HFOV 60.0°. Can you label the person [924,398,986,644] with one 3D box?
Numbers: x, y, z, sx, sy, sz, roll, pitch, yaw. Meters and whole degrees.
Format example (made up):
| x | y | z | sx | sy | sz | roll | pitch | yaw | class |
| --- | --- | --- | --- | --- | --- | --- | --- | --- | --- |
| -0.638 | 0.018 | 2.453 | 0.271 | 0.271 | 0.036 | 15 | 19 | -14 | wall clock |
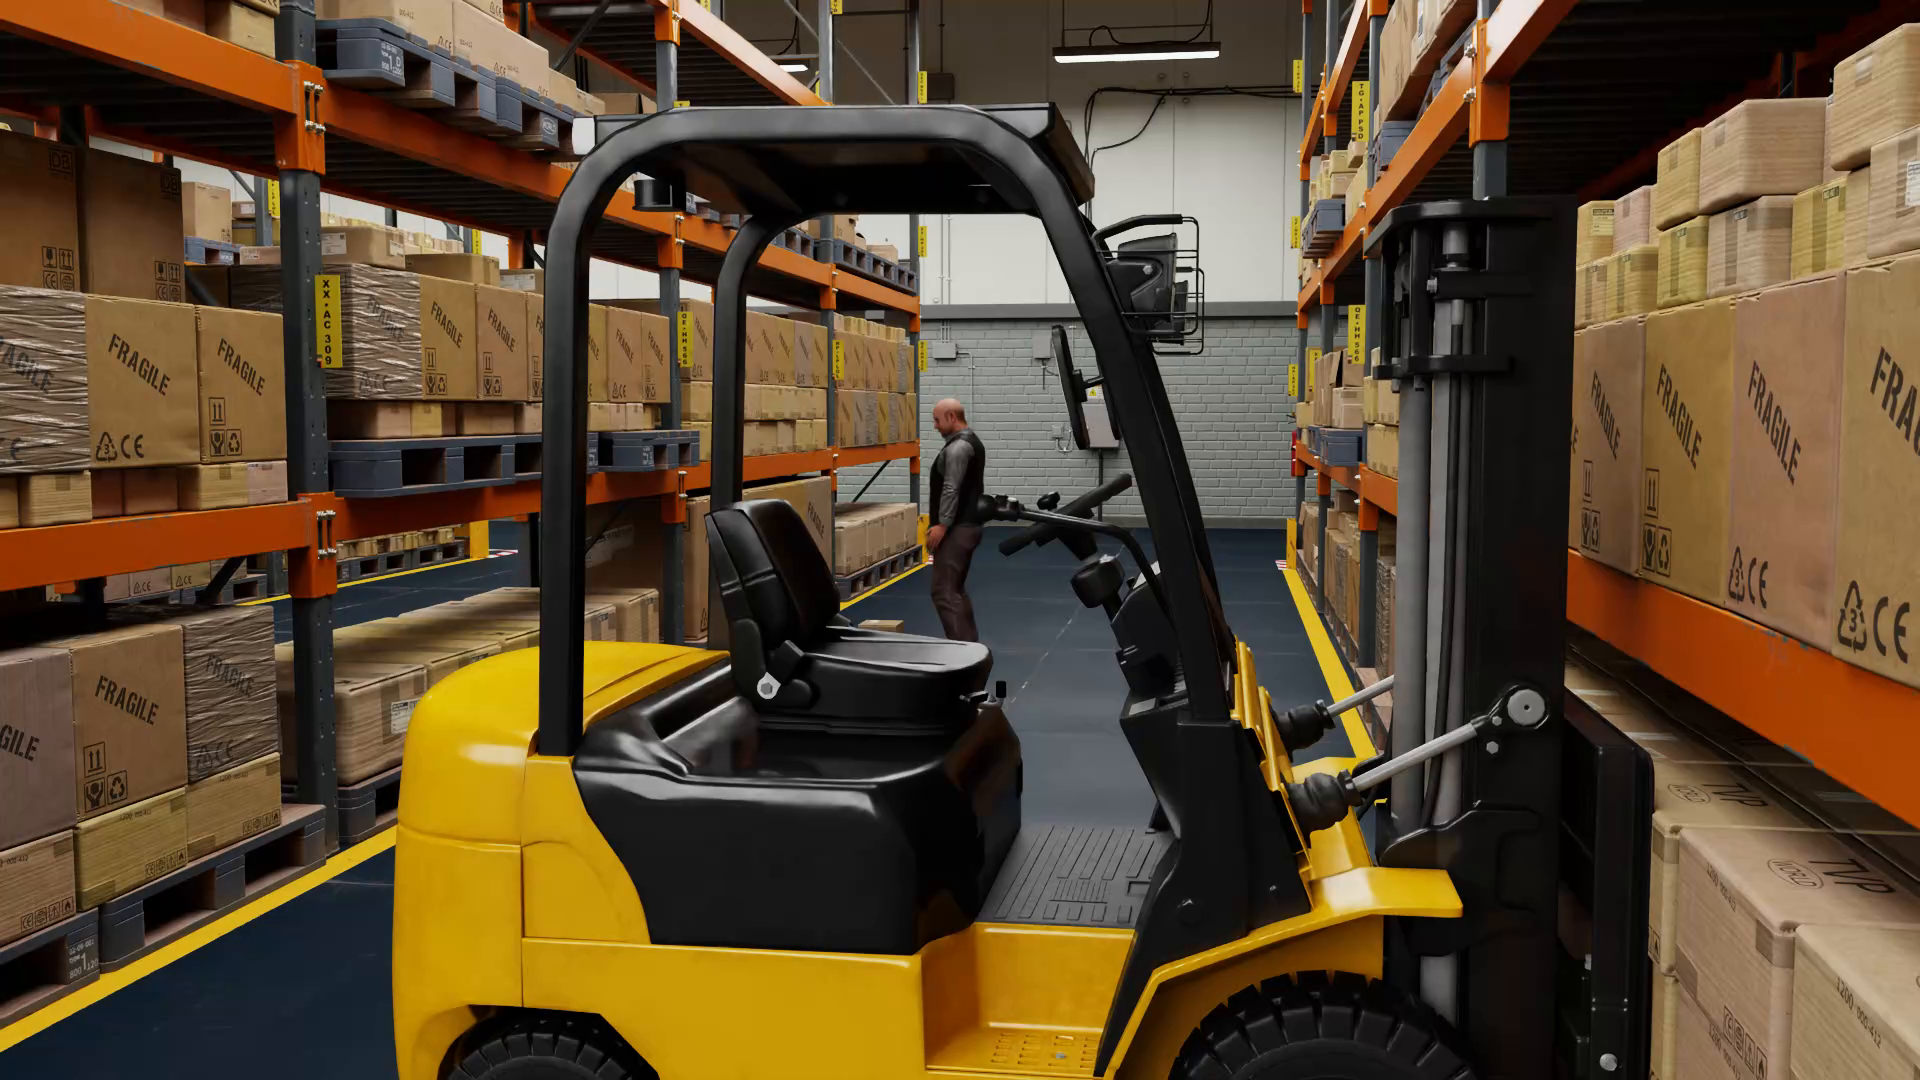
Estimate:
| x | y | z | sx | sy | sz | roll | pitch | yaw | class |
| --- | --- | --- | --- | --- | --- | --- | --- | --- | --- |
| -0.023 | -0.048 | 10.627 | 0.359 | 1.695 | 0.540 | 1 | 4 | 10 | person |
